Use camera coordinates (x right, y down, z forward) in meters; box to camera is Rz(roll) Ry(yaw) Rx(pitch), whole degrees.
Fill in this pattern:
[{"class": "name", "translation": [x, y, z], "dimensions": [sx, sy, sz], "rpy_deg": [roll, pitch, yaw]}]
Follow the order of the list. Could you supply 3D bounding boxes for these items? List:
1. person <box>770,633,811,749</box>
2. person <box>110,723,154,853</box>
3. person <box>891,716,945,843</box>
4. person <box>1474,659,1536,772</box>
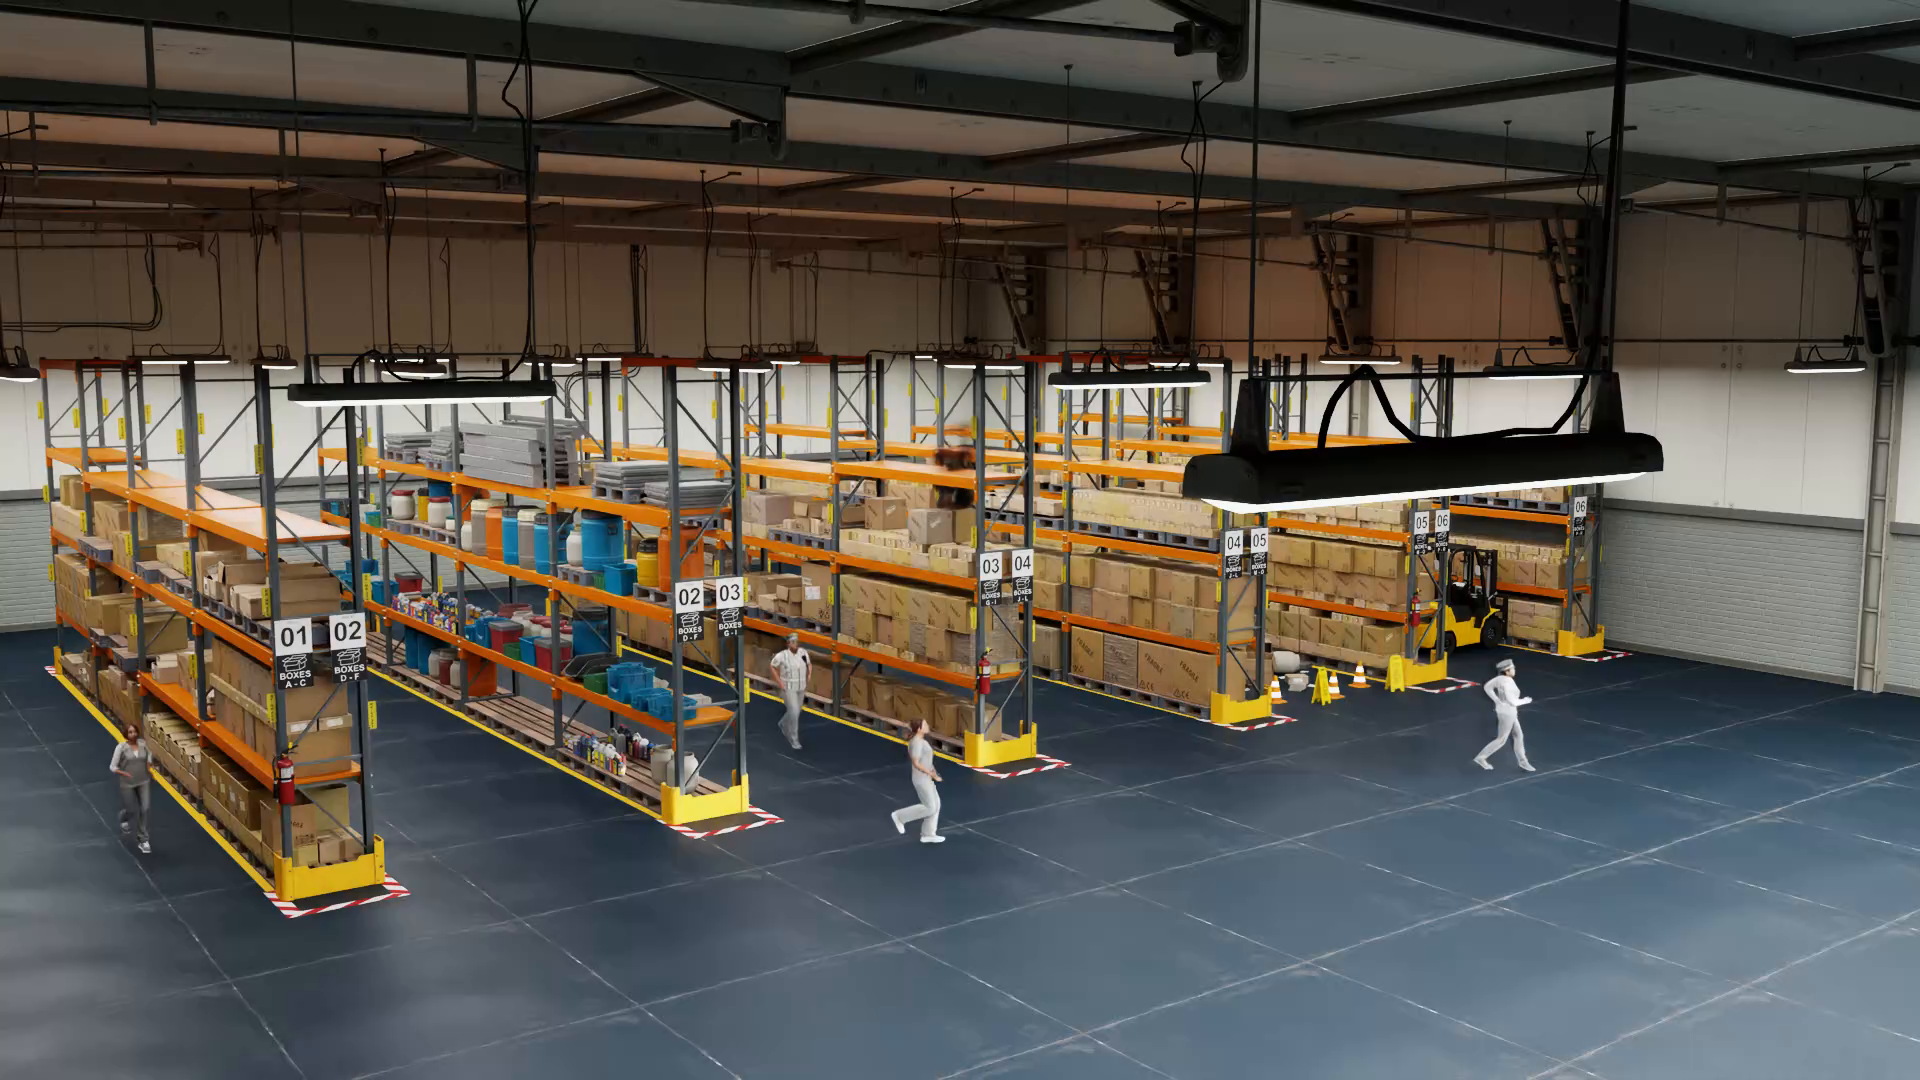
[{"class": "person", "translation": [-2.649, 2.334, 26.125], "dimensions": [0.675, 1.845, 0.793], "rpy_deg": [-5, 9, -37]}, {"class": "person", "translation": [-10.316, 3.059, 20.768], "dimensions": [0.539, 1.591, 0.825], "rpy_deg": [-7, 9, -43]}, {"class": "person", "translation": [-0.534, 3.016, 20.960], "dimensions": [0.686, 1.627, 0.577], "rpy_deg": [-1, 7, -5]}, {"class": "person", "translation": [8.011, 2.571, 24.361], "dimensions": [0.928, 1.703, 0.620], "rpy_deg": [1, 7, 6]}]
